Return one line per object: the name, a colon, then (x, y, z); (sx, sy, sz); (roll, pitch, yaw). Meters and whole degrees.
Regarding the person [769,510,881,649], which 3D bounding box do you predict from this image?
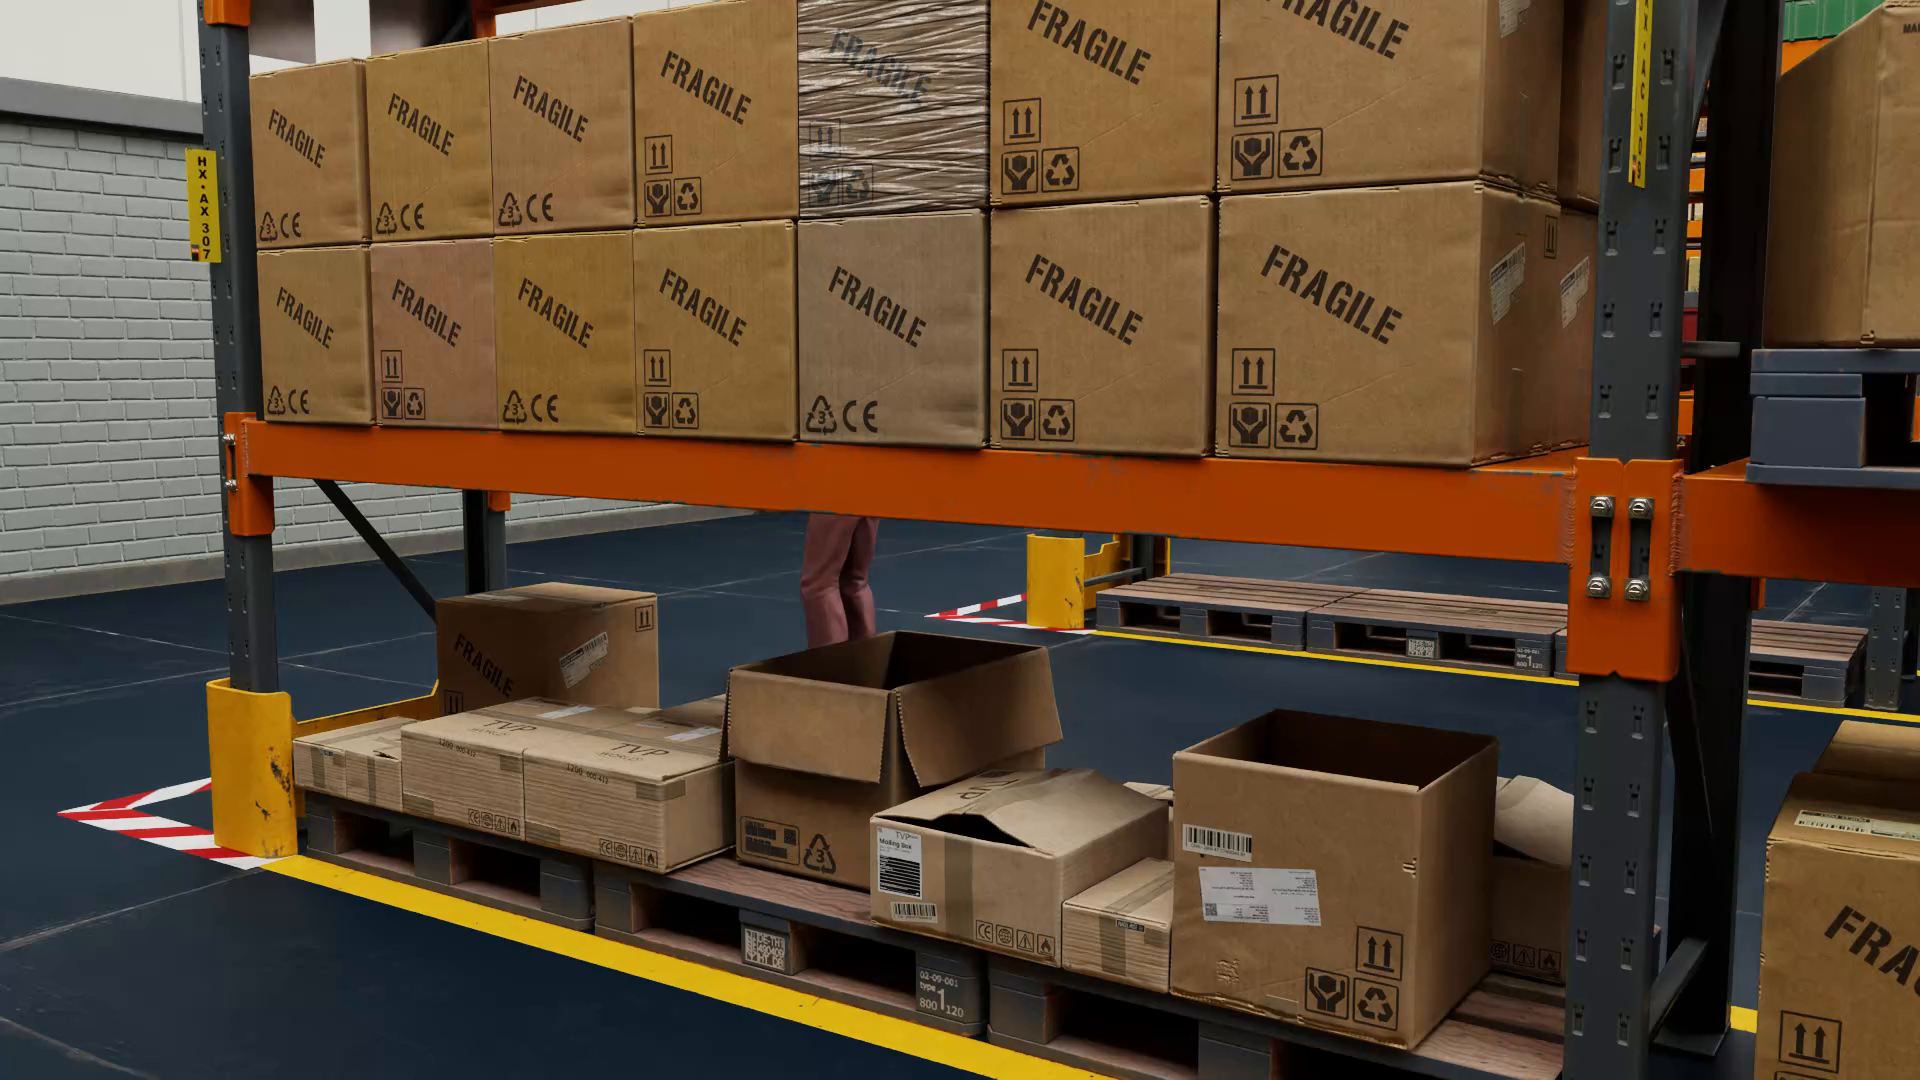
person: (-0.604, -0.145, 7.361); (0.512, 1.661, 0.409); (4, 8, 32)
